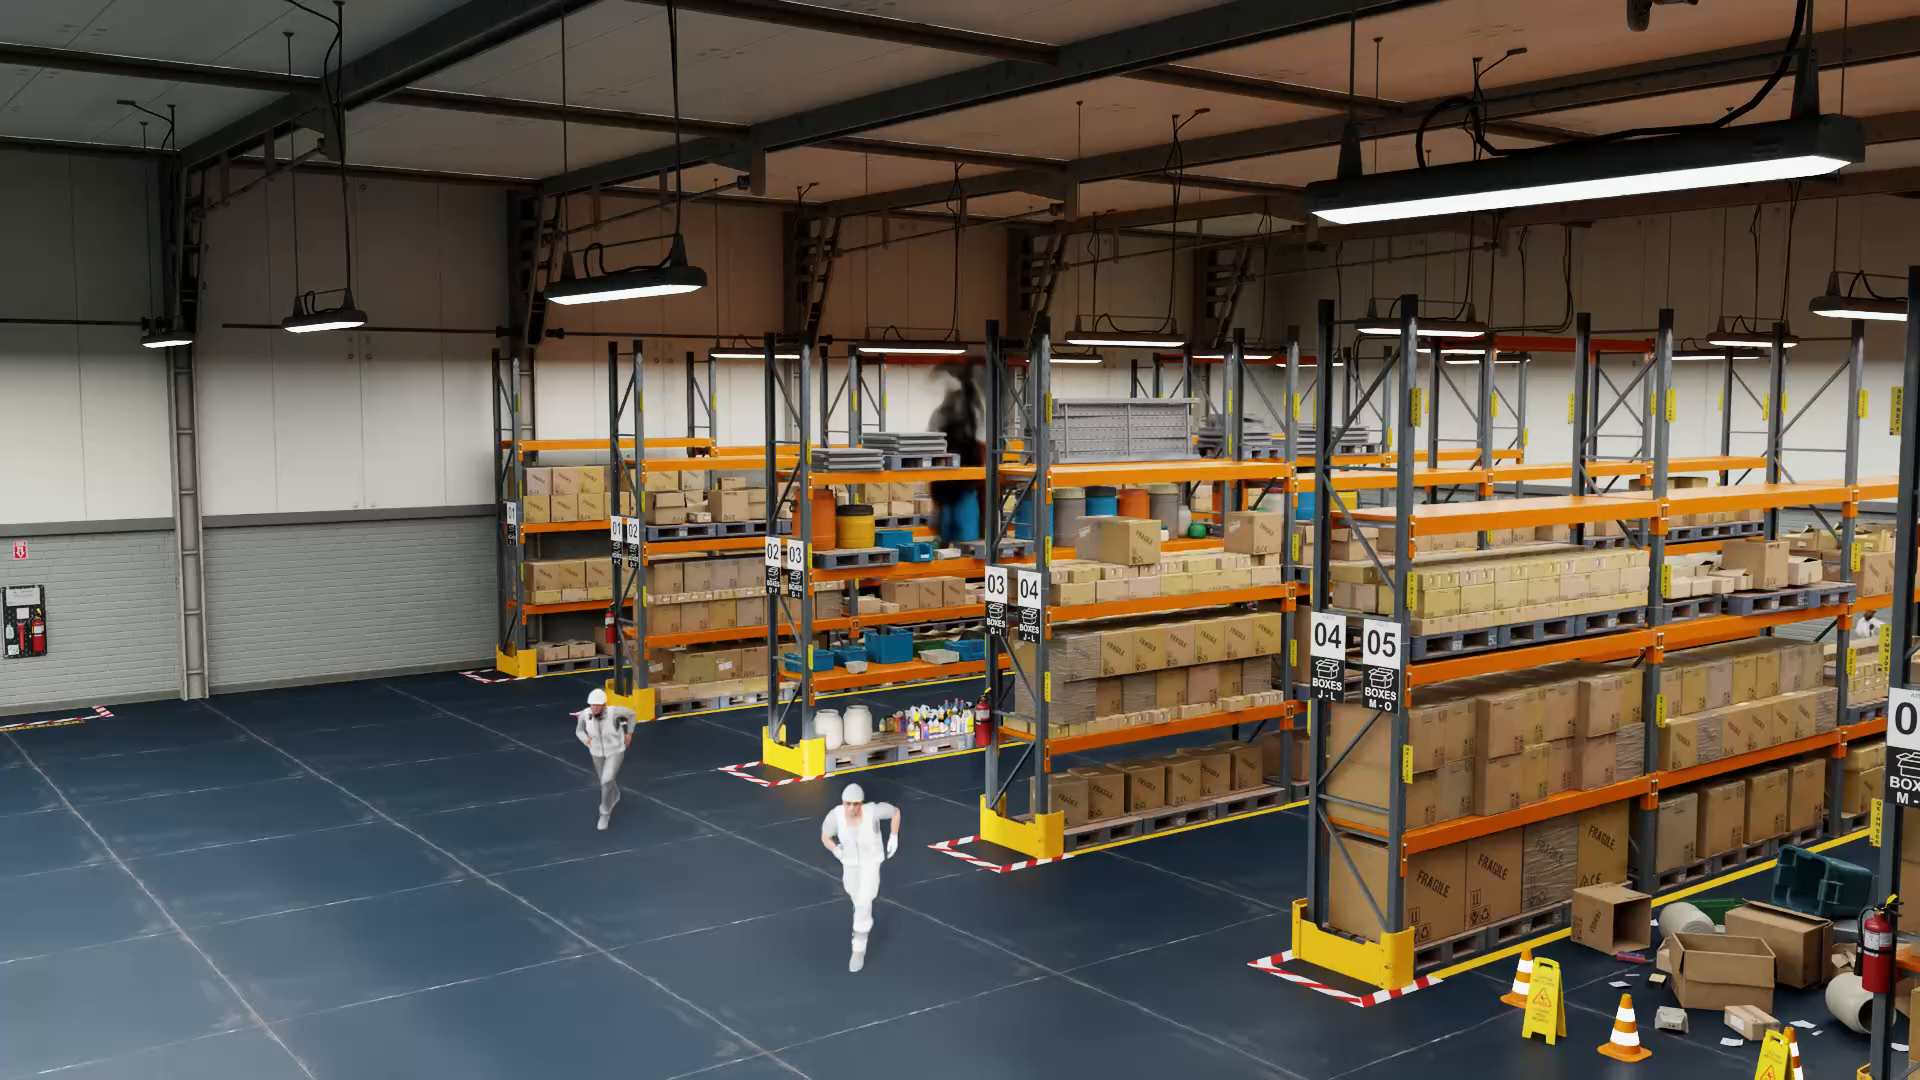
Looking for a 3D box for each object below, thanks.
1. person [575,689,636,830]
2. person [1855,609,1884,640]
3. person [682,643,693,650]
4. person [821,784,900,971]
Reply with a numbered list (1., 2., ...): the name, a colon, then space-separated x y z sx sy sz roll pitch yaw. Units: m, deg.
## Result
1. person: -4.244 2.596 20.053 0.701 1.728 1.033 0 5 3
2. person: 15.124 1.903 27.621 0.743 1.758 0.556 -4 6 -39
3. person: -4.776 1.707 29.635 0.583 1.723 0.687 -4 6 -38
4. person: -0.902 3.010 15.250 0.689 1.731 1.037 1 5 6
